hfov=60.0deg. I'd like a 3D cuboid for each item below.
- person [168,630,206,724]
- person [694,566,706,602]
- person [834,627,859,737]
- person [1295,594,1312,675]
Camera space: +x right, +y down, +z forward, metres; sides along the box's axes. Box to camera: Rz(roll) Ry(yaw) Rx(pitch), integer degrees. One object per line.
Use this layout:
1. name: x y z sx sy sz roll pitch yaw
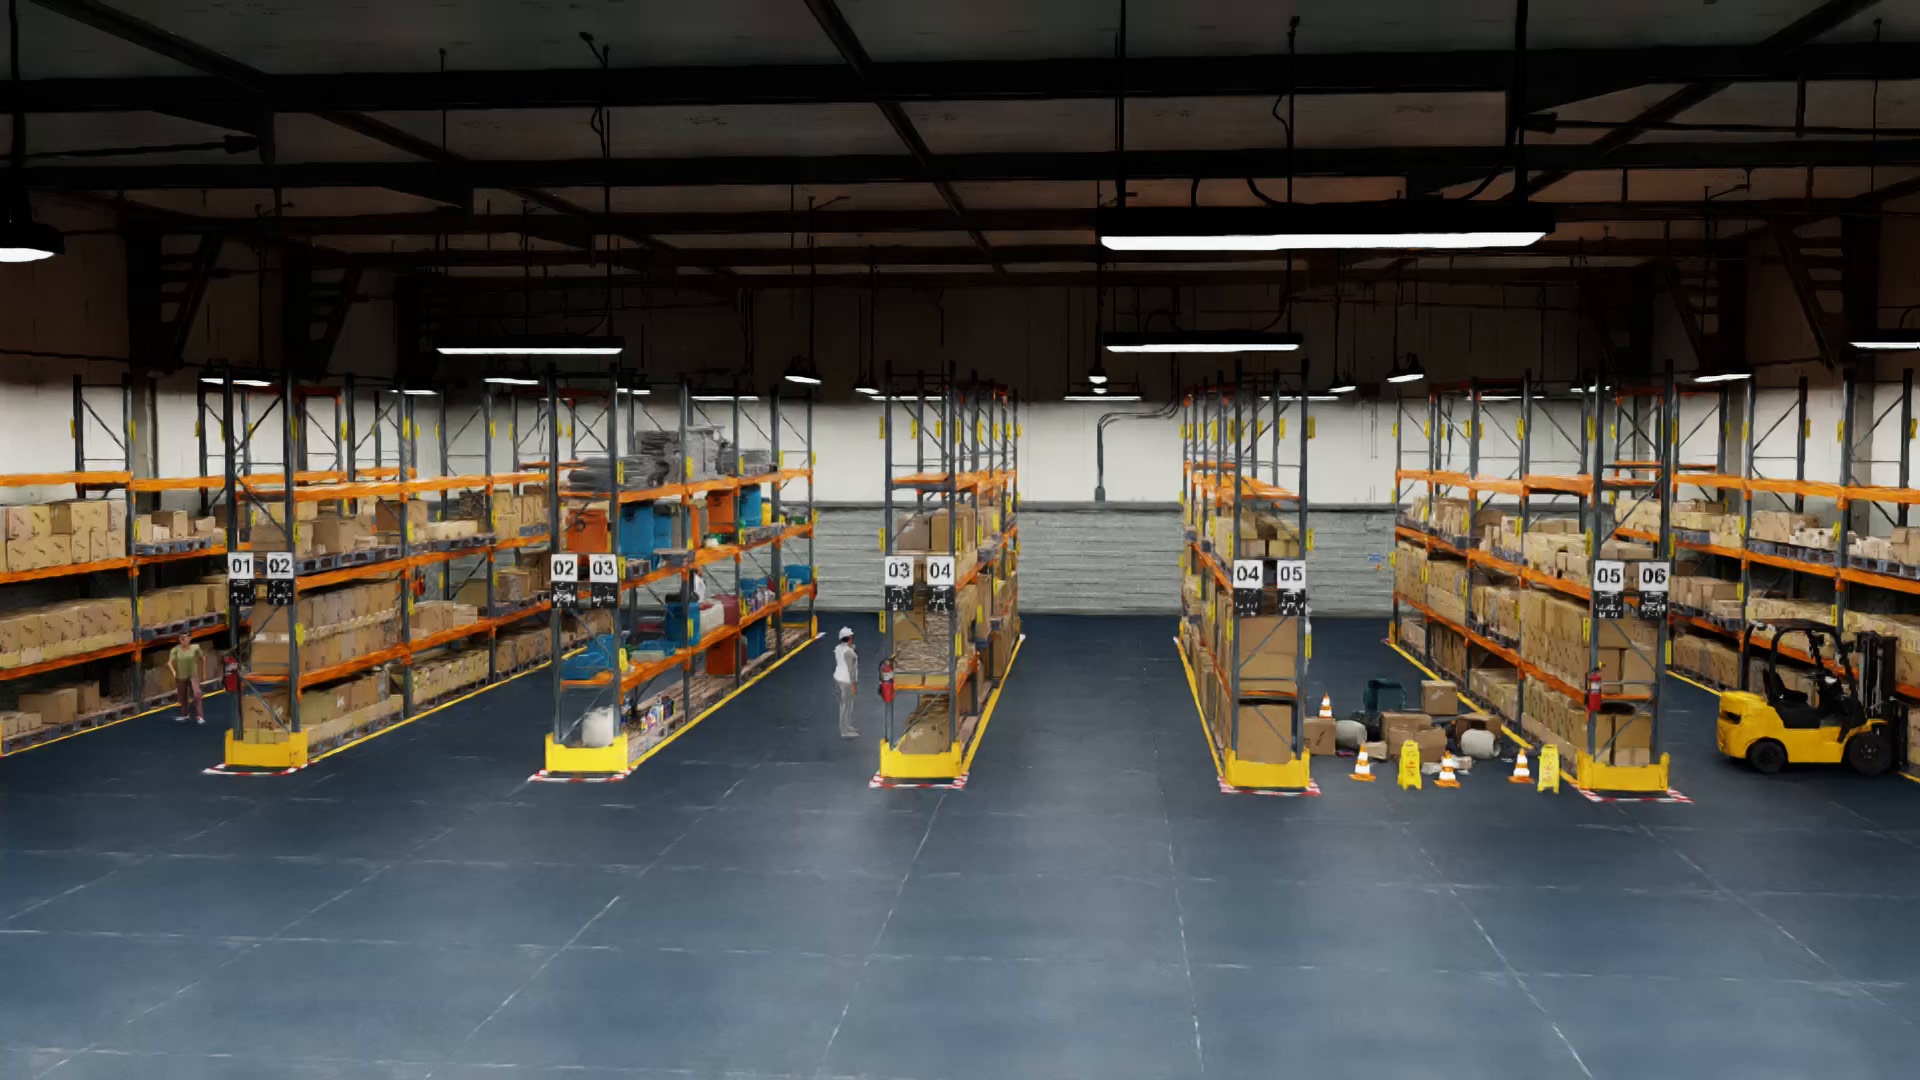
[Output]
1. person: -13.176 2.321 28.416 0.615 1.603 0.812 -1 4 -13
2. person: -6.203 1.490 39.576 0.446 1.782 0.674 -1 4 -10
3. person: -1.819 2.316 27.220 0.448 1.771 0.586 -2 4 -26
4. person: 6.973 1.917 34.050 0.454 1.677 0.524 3 5 36
